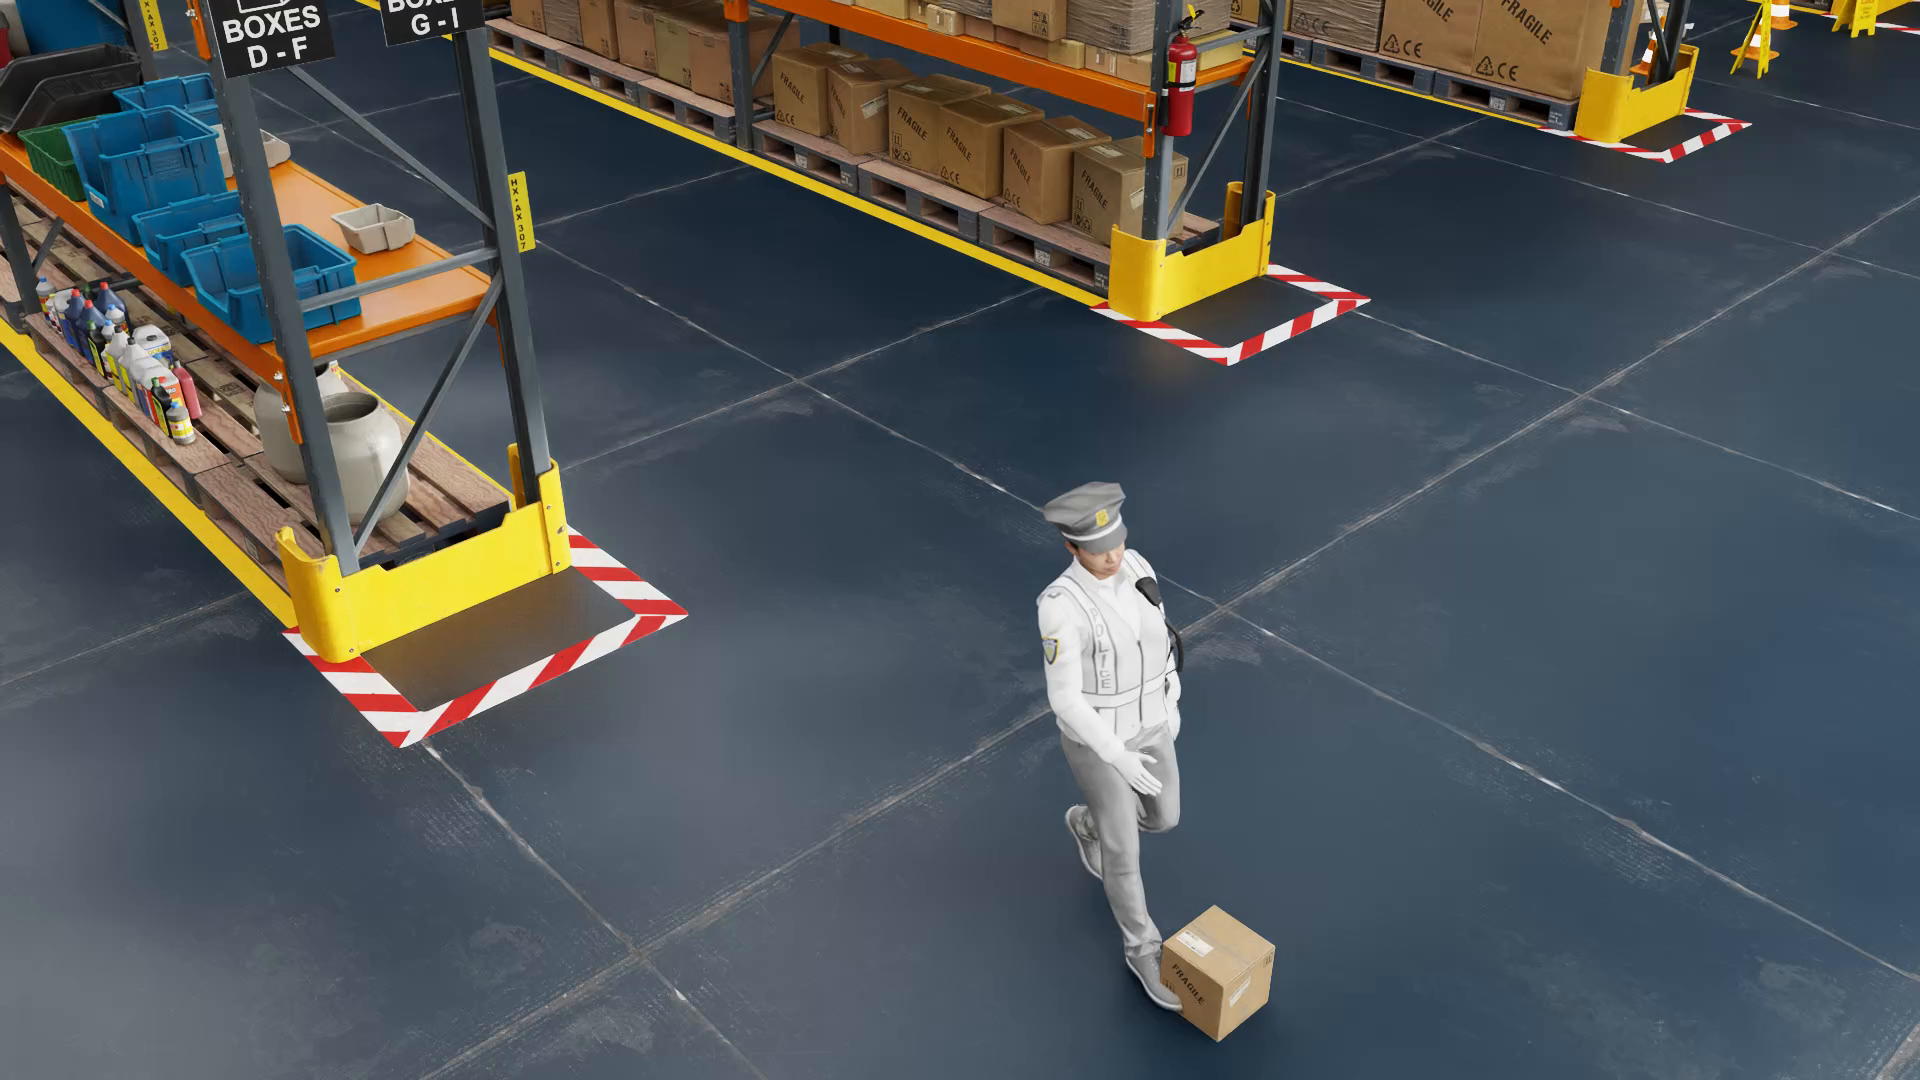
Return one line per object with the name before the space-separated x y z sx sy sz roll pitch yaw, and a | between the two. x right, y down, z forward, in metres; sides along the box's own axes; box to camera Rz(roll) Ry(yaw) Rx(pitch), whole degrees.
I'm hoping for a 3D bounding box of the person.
person | 0.537 0.616 5.145 0.561 1.622 0.793 -22 38 -31
